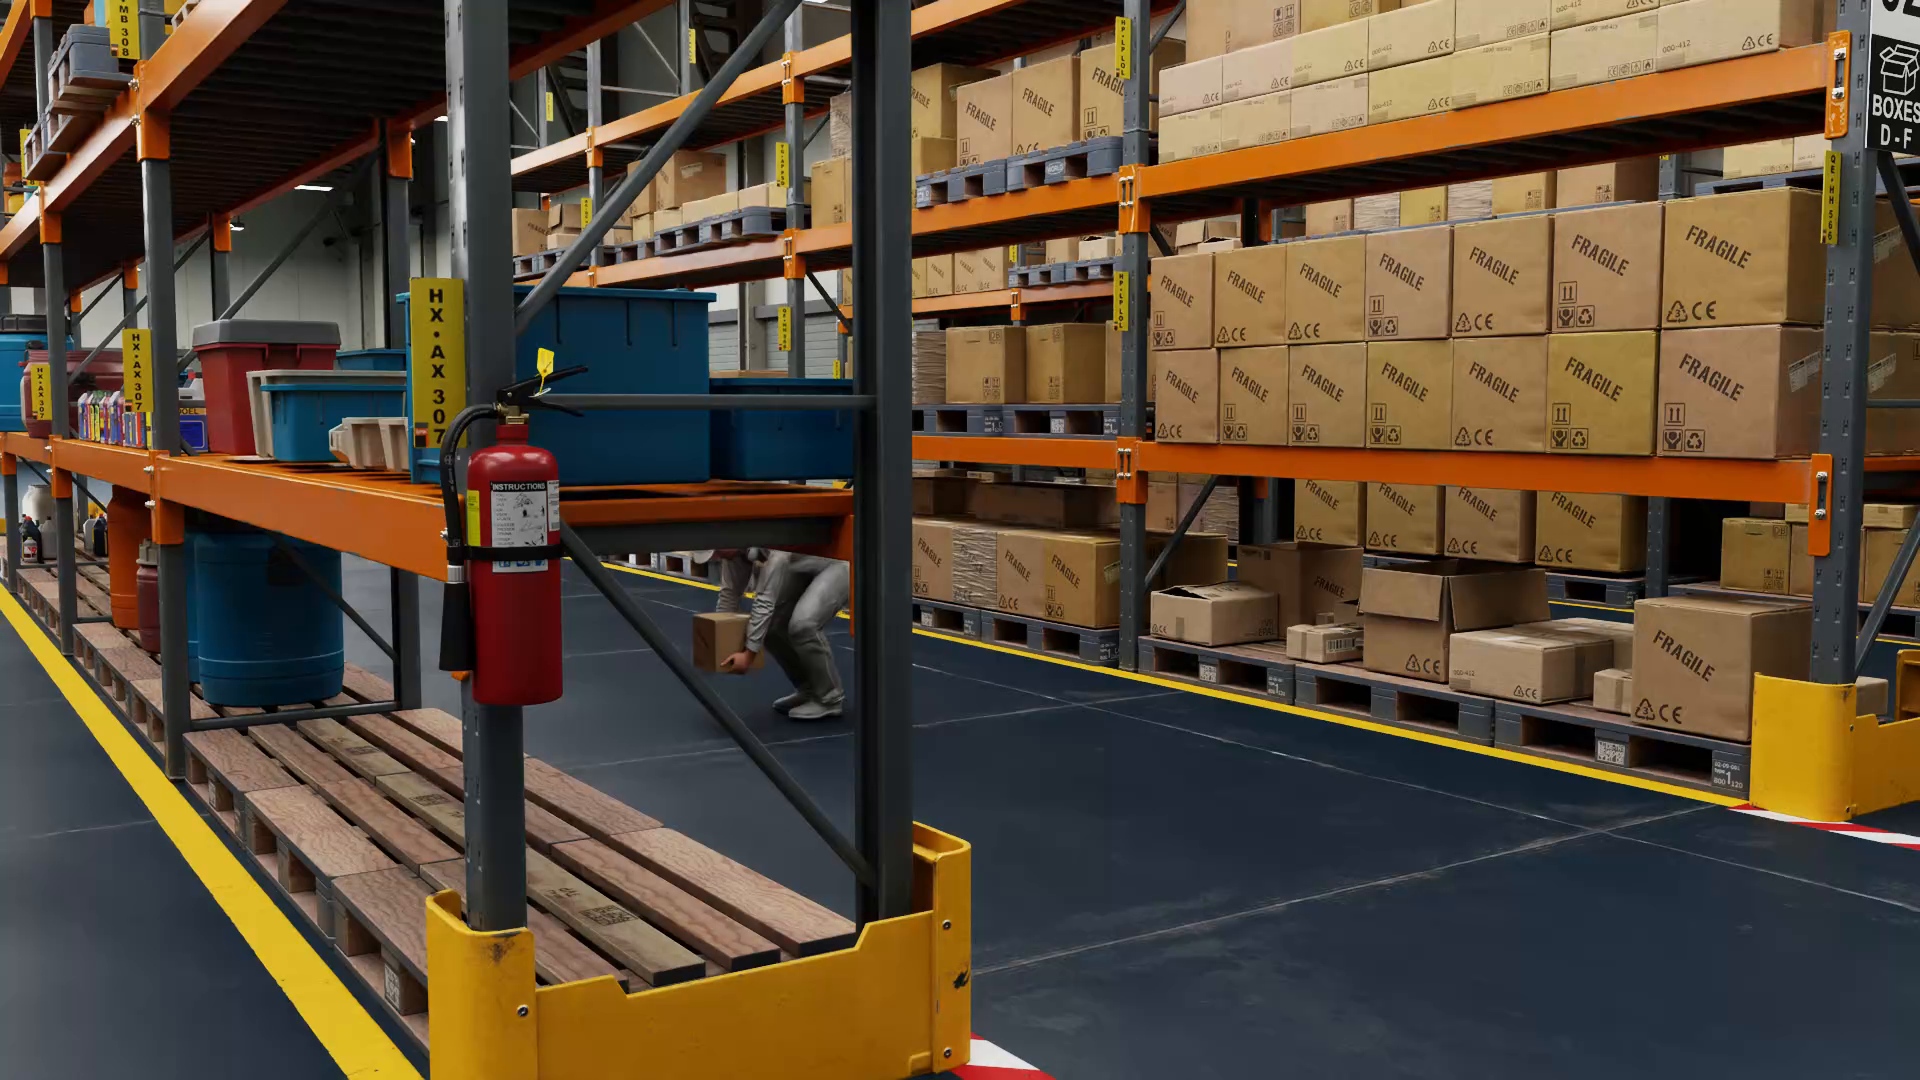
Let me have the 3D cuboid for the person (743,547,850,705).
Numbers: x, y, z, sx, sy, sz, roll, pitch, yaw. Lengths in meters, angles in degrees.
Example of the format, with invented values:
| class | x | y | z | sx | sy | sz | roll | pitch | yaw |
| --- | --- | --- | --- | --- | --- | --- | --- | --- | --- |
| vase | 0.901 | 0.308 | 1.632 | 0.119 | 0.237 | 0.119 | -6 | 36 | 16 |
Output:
| class | x | y | z | sx | sy | sz | roll | pitch | yaw |
| --- | --- | --- | --- | --- | --- | --- | --- | --- | --- |
| person | -0.780 | 0.301 | 8.049 | 0.772 | 0.989 | 0.494 | -3 | 6 | -37 |
